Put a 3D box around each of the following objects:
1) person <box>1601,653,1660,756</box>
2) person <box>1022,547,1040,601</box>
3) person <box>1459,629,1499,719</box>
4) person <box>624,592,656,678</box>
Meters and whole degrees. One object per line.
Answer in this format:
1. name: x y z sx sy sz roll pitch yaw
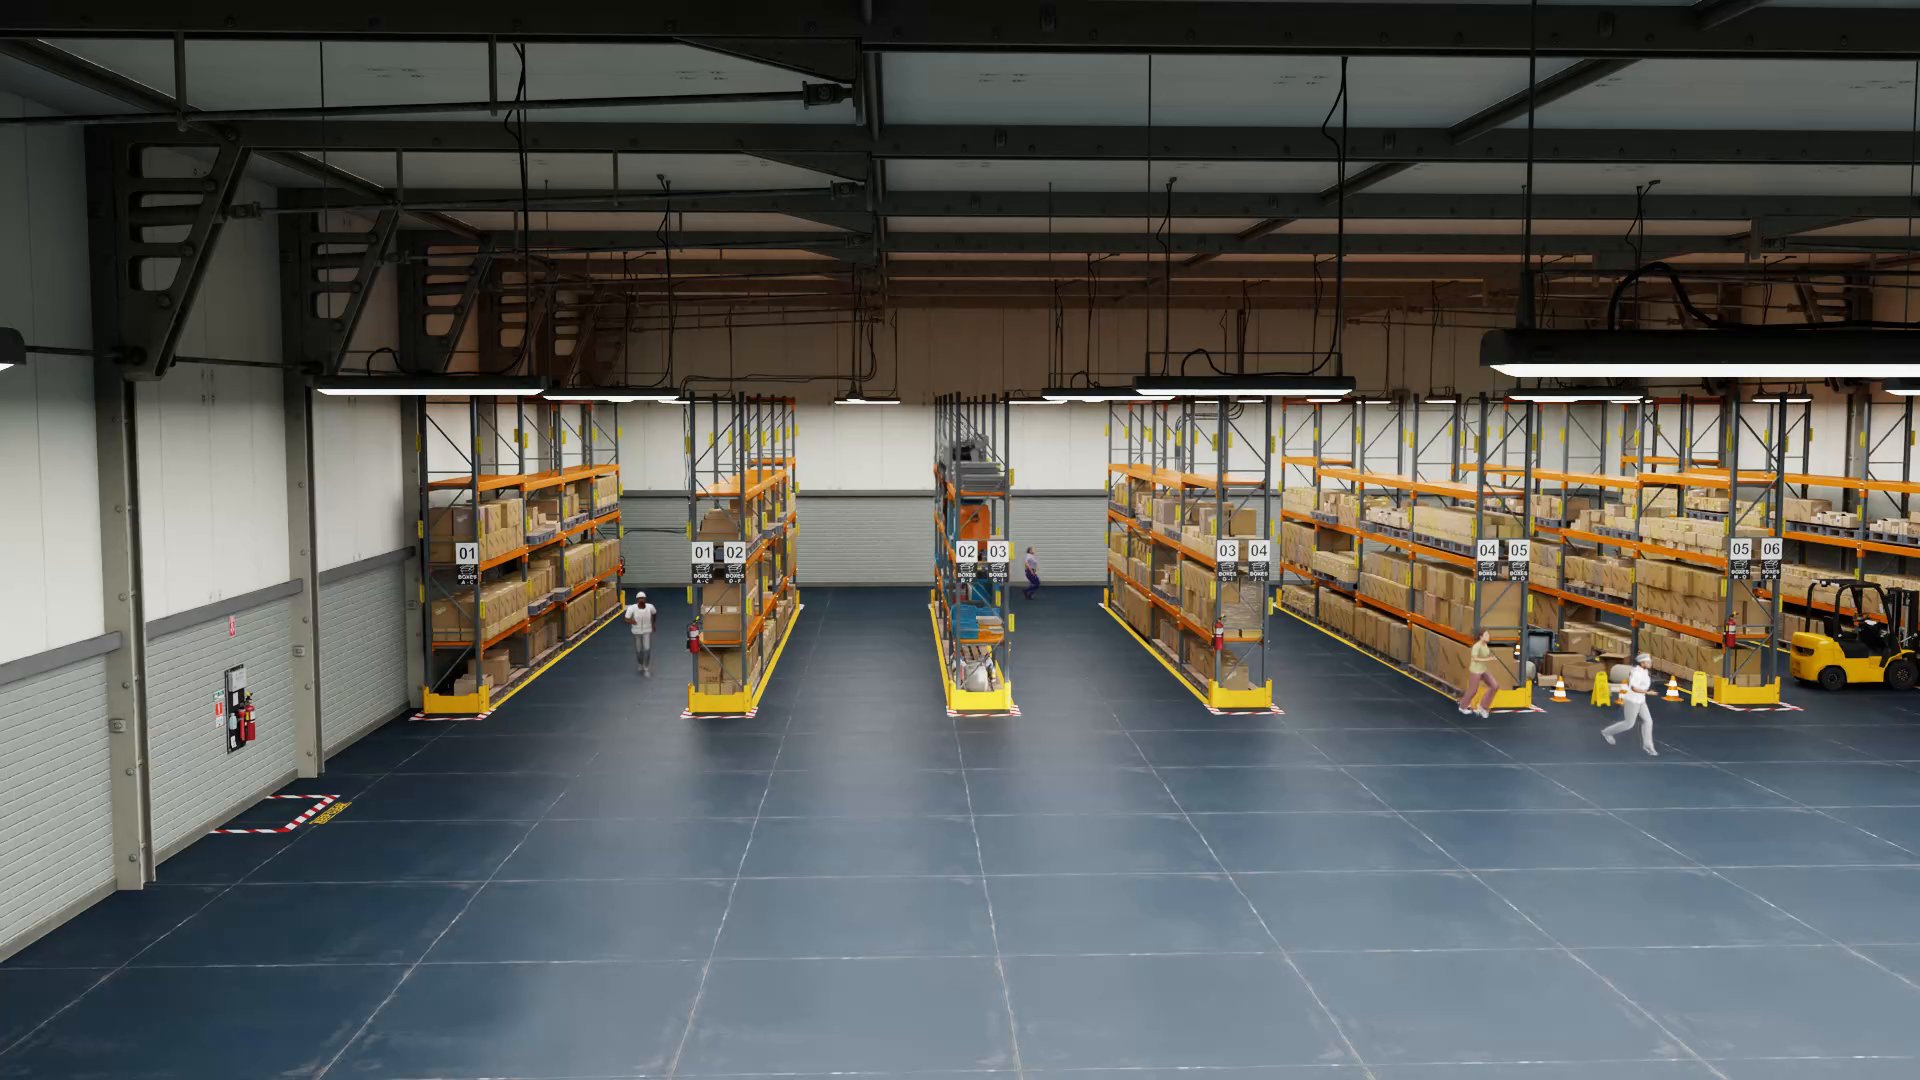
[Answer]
1. person: 11.174 2.701 27.574 0.898 1.702 0.610 4 6 38
2. person: 2.104 0.998 49.108 0.548 1.602 0.607 0 5 -1
3. person: 9.519 2.441 30.562 0.603 1.661 0.787 -4 6 -42
4. person: -6.810 2.003 35.480 0.676 1.814 0.788 -1 5 -11
